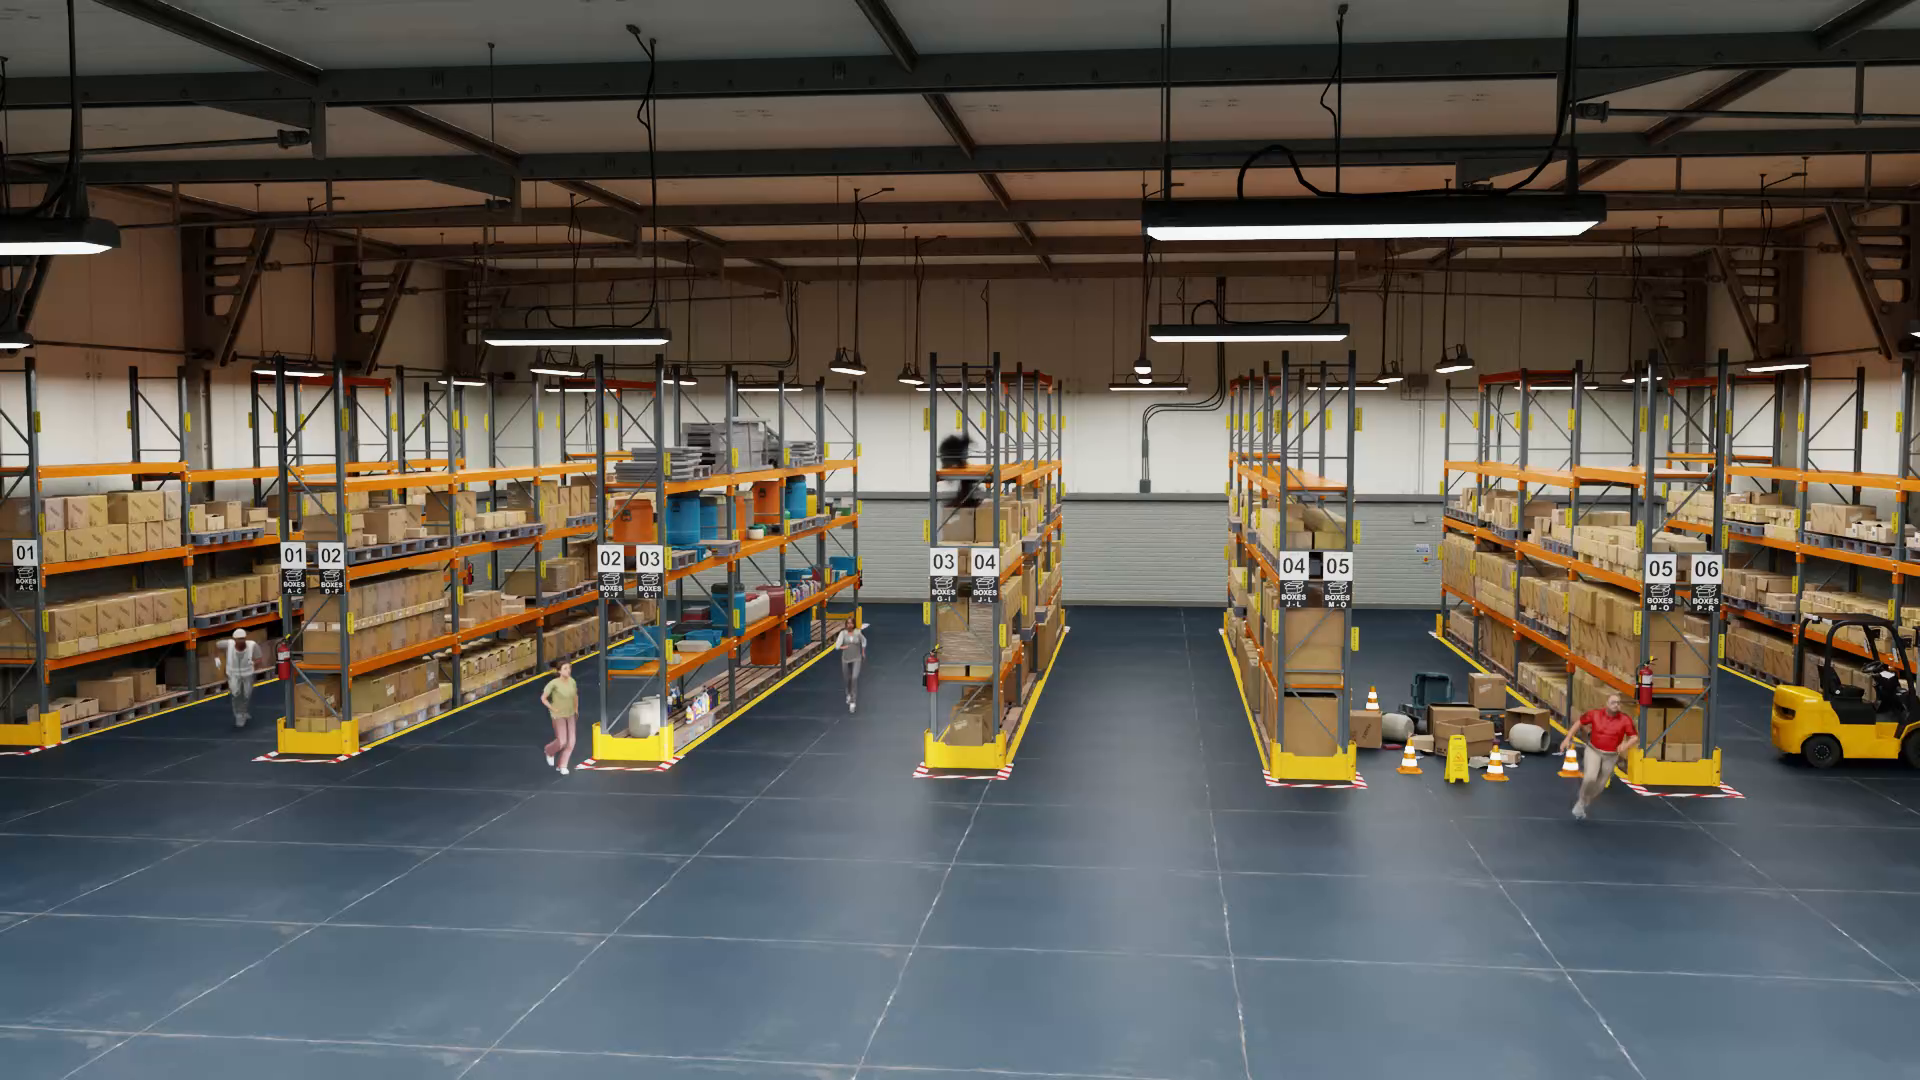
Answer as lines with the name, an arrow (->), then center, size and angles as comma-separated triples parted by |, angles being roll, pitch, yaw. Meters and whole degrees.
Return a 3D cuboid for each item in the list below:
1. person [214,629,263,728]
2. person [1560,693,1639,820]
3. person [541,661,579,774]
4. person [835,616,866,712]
person -> -11.863, 2.260, 27.353 | 0.731, 1.684, 0.987 | -2, 4, -22
person -> 8.048, 2.728, 20.861 | 0.847, 1.644, 0.714 | 0, 4, 6
person -> -5.698, 2.521, 23.727 | 0.617, 1.624, 0.615 | 4, 6, 44
person -> -1.903, 2.134, 28.997 | 0.511, 1.626, 0.823 | 0, 4, 1
